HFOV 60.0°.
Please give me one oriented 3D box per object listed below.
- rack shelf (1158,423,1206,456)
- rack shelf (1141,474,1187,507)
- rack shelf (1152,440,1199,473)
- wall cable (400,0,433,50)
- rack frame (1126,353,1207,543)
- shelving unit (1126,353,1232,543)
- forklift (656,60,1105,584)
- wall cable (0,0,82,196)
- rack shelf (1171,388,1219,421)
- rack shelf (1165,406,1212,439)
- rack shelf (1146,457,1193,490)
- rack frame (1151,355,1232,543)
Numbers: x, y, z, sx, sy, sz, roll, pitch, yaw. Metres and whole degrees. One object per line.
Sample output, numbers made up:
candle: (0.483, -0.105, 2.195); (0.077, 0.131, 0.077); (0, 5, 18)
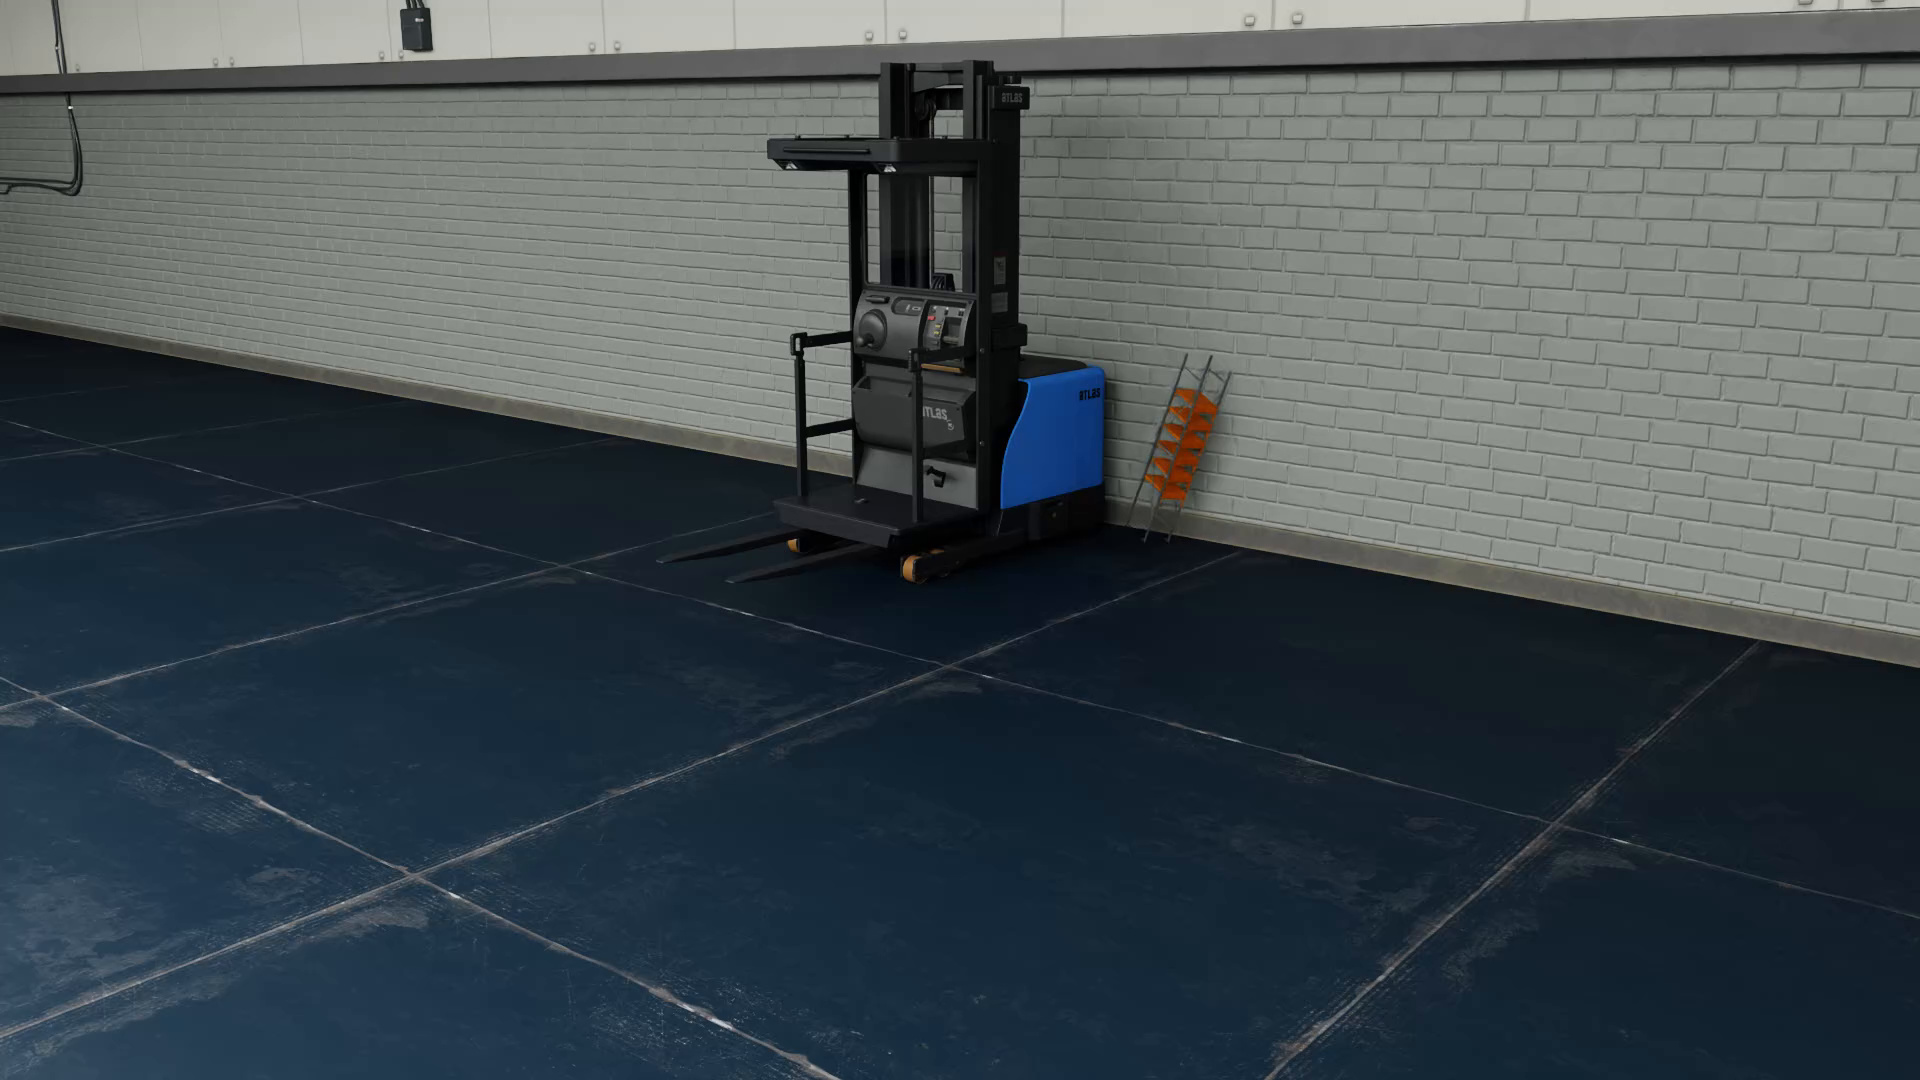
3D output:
rack shelf: (1.365, -0.623, 10.259); (0.180, 0.103, 0.258); (1, 31, -29)
rack shelf: (1.271, -0.315, 10.420); (0.180, 0.103, 0.258); (1, 31, -29)
rack shelf: (1.333, -0.520, 10.312); (0.180, 0.103, 0.258); (1, 31, -29)
wall cable: (-4.056, -7.111, 13.432); (2.305, 6.003, 0.169); (11, 18, 38)
rack frame: (1.265, -0.559, 10.248); (0.006, 1.200, 0.240); (1, 31, -29)
shelving unit: (1.345, -0.558, 10.292); (0.189, 1.200, 0.258); (1, 31, -29)
forklift: (-0.425, -1.308, 9.818); (1.130, 2.935, 3.031); (13, 19, 41)
wall cable: (-11.430, -5.430, 20.028); (3.097, 2.526, 0.112); (11, 18, 38)
rack shelf: (1.427, -0.828, 10.151); (0.180, 0.103, 0.258); (1, 31, -29)
rack shelf: (1.396, -0.726, 10.205); (0.180, 0.103, 0.258); (1, 31, -29)
rack shelf: (1.302, -0.418, 10.366); (0.180, 0.103, 0.258); (1, 31, -29)
rack frame: (1.425, -0.557, 10.337); (0.006, 1.200, 0.240); (1, 31, -29)
